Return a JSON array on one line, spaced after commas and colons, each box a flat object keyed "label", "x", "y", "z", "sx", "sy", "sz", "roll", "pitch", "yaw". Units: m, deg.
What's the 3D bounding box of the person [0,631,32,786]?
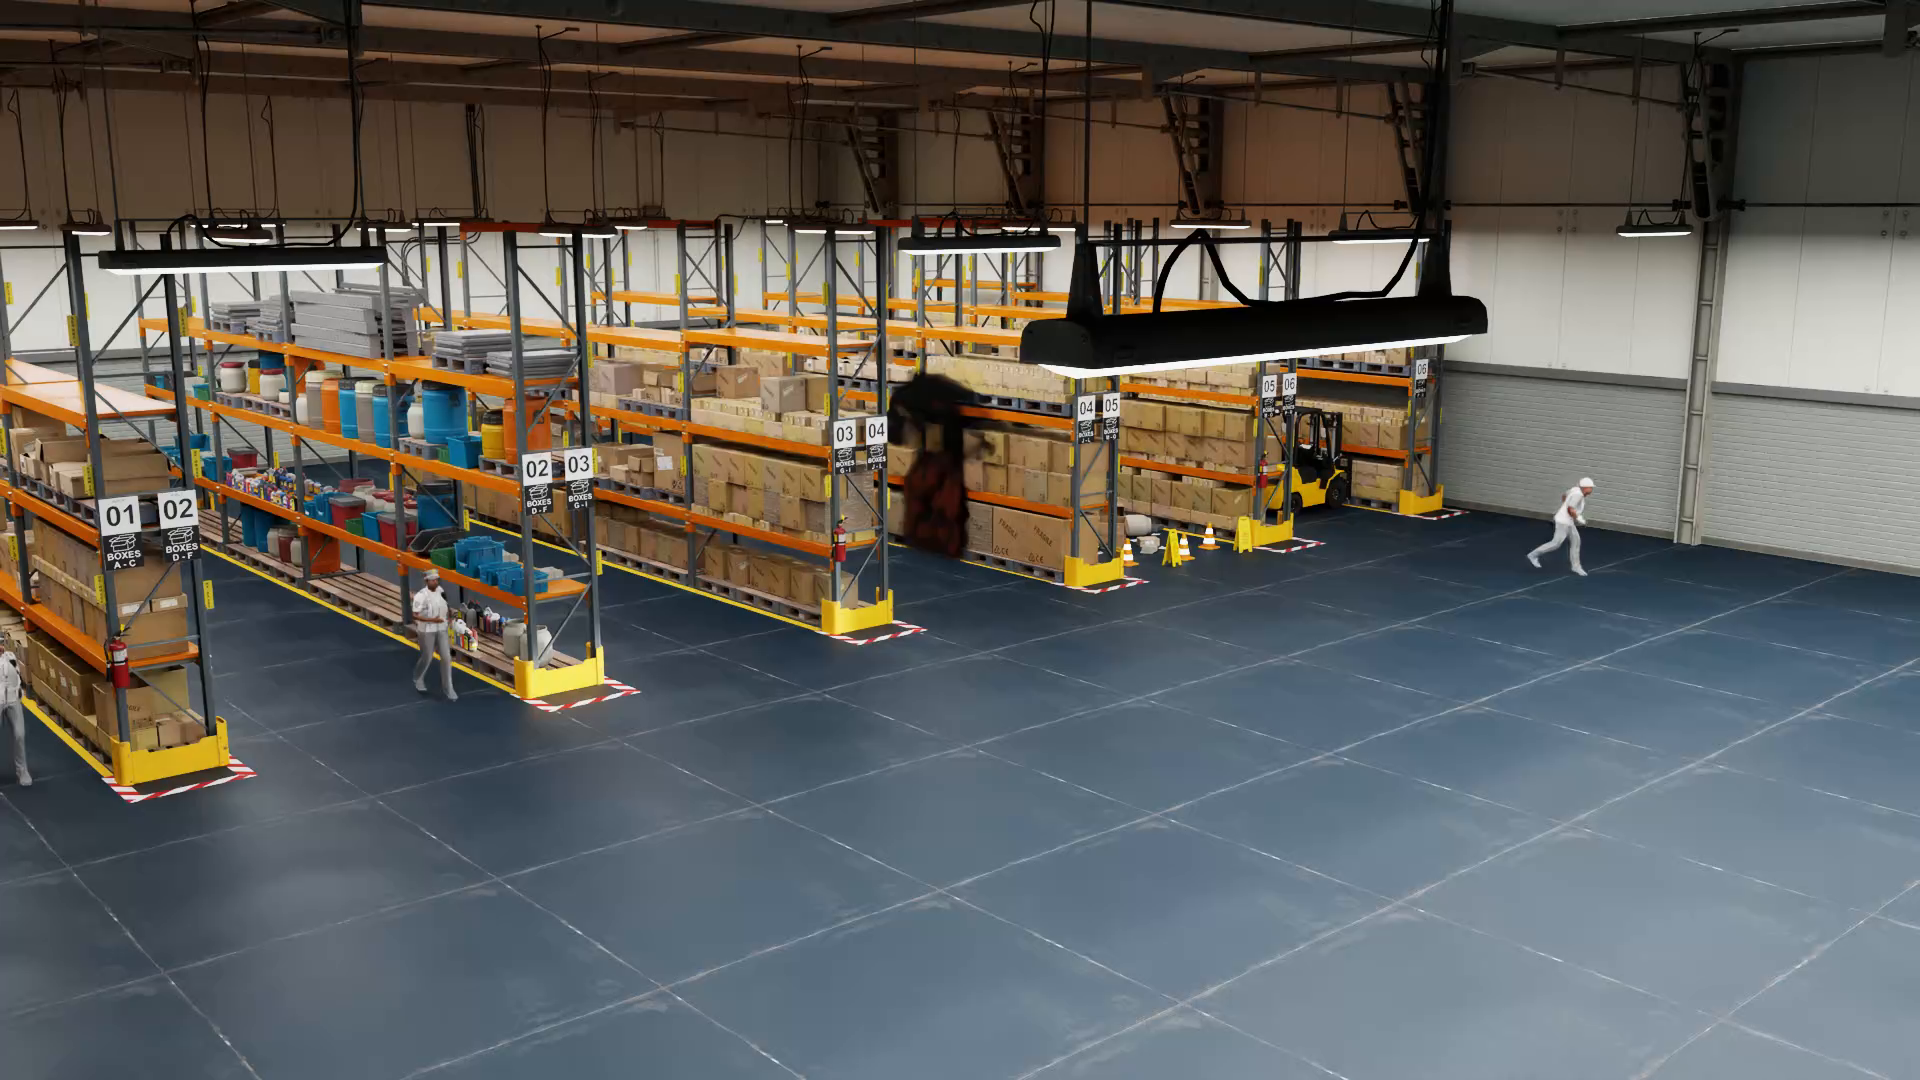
[{"label": "person", "x": -10.649, "y": 1.828, "z": 18.451, "sx": 0.883, "sy": 1.720, "sz": 0.589, "roll": 9, "pitch": 15, "yaw": 38}]

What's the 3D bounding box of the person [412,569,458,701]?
[{"label": "person", "x": -6.864, "y": 1.208, "z": 21.651, "sx": 0.802, "sy": 1.725, "sz": 0.592, "roll": 10, "pitch": 15, "yaw": 42}]

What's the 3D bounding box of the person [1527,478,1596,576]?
[{"label": "person", "x": 10.430, "y": -0.246, "z": 28.878, "sx": 1.052, "sy": 1.727, "sz": 0.721, "roll": 3, "pitch": 12, "yaw": 15}]
